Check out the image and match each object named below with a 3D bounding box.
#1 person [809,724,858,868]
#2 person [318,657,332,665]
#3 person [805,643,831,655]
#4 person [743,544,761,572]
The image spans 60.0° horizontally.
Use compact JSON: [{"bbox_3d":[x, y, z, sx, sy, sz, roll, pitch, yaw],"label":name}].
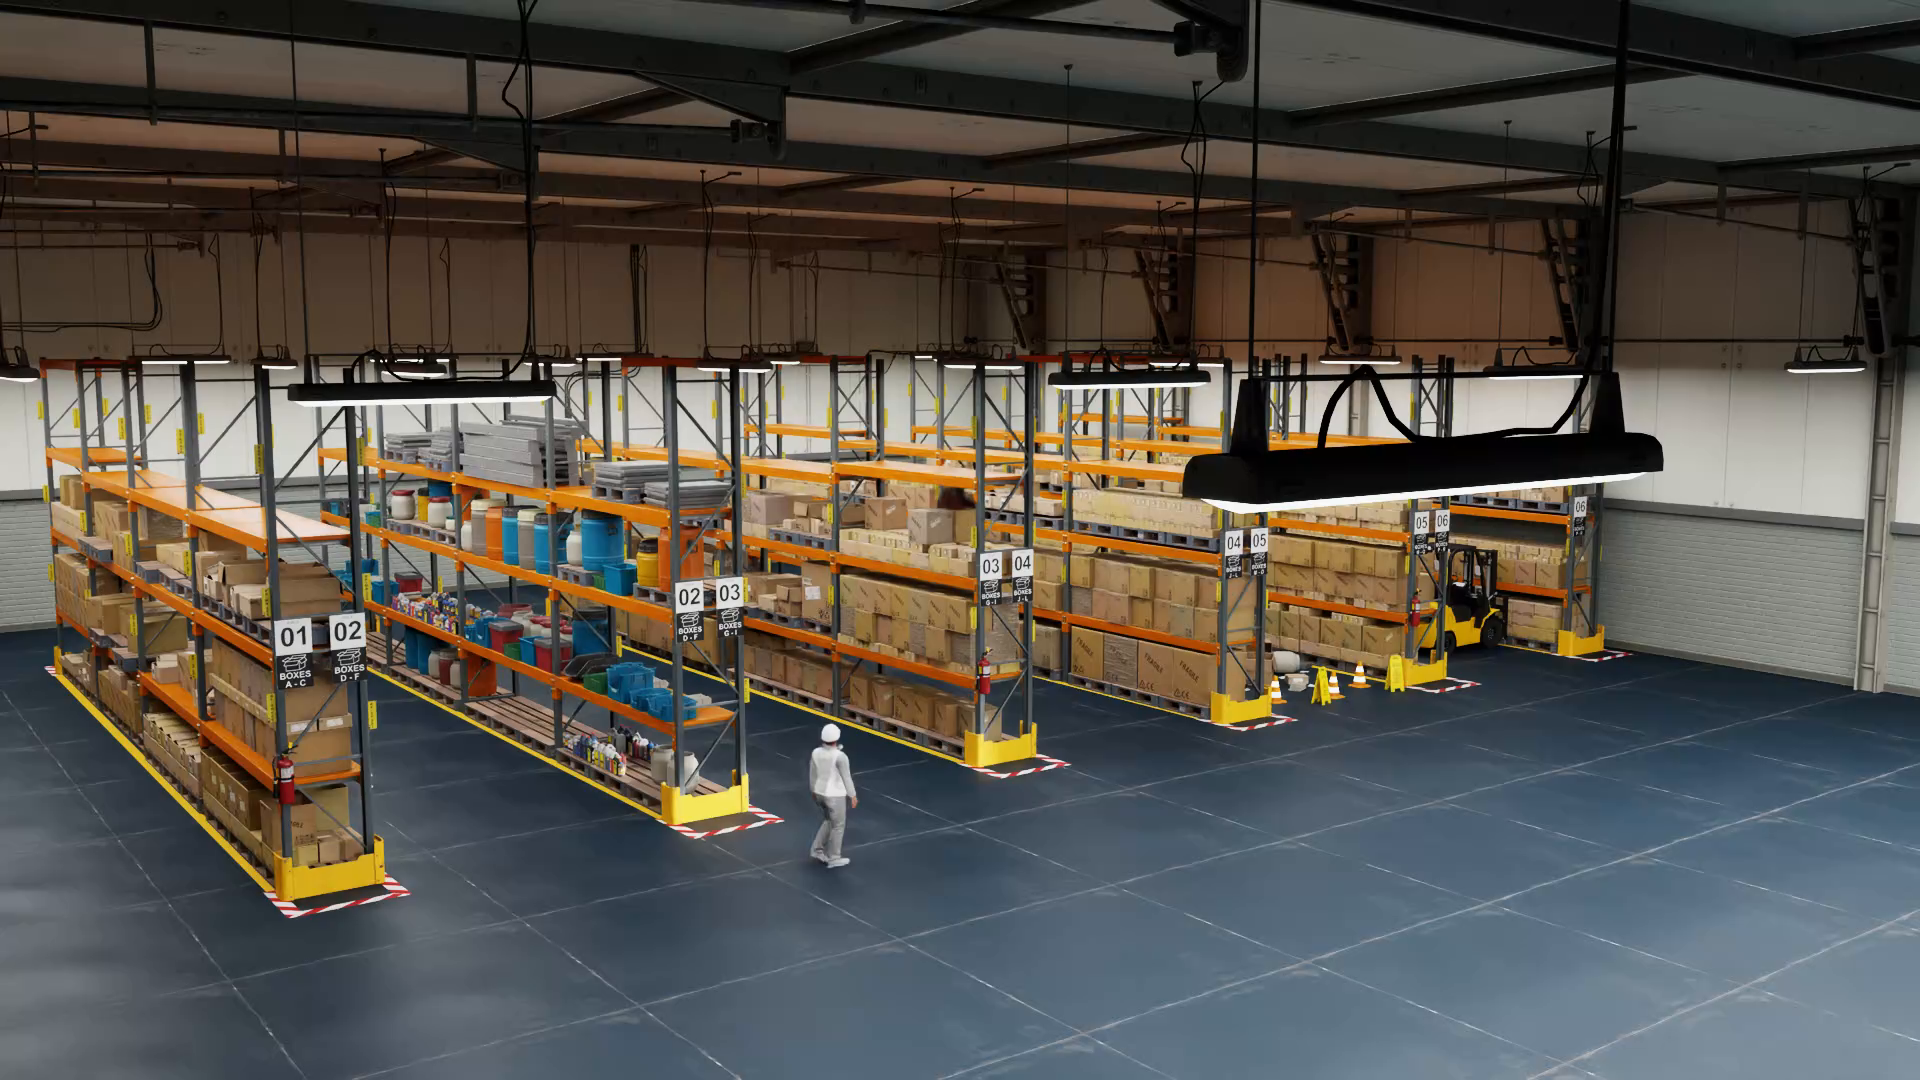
[{"bbox_3d":[-1.532,3.074,20.038,0.458,1.778,0.575,-6,9,-40],"label":"person"},{"bbox_3d":[-10.472,2.210,27.521,0.748,1.814,0.936,-5,9,-38],"label":"person"},{"bbox_3d":[-2.766,1.537,33.221,0.533,1.618,0.647,-6,9,-39],"label":"person"},{"bbox_3d":[-5.173,0.460,41.855,0.581,1.685,0.876,7,10,45],"label":"person"}]
